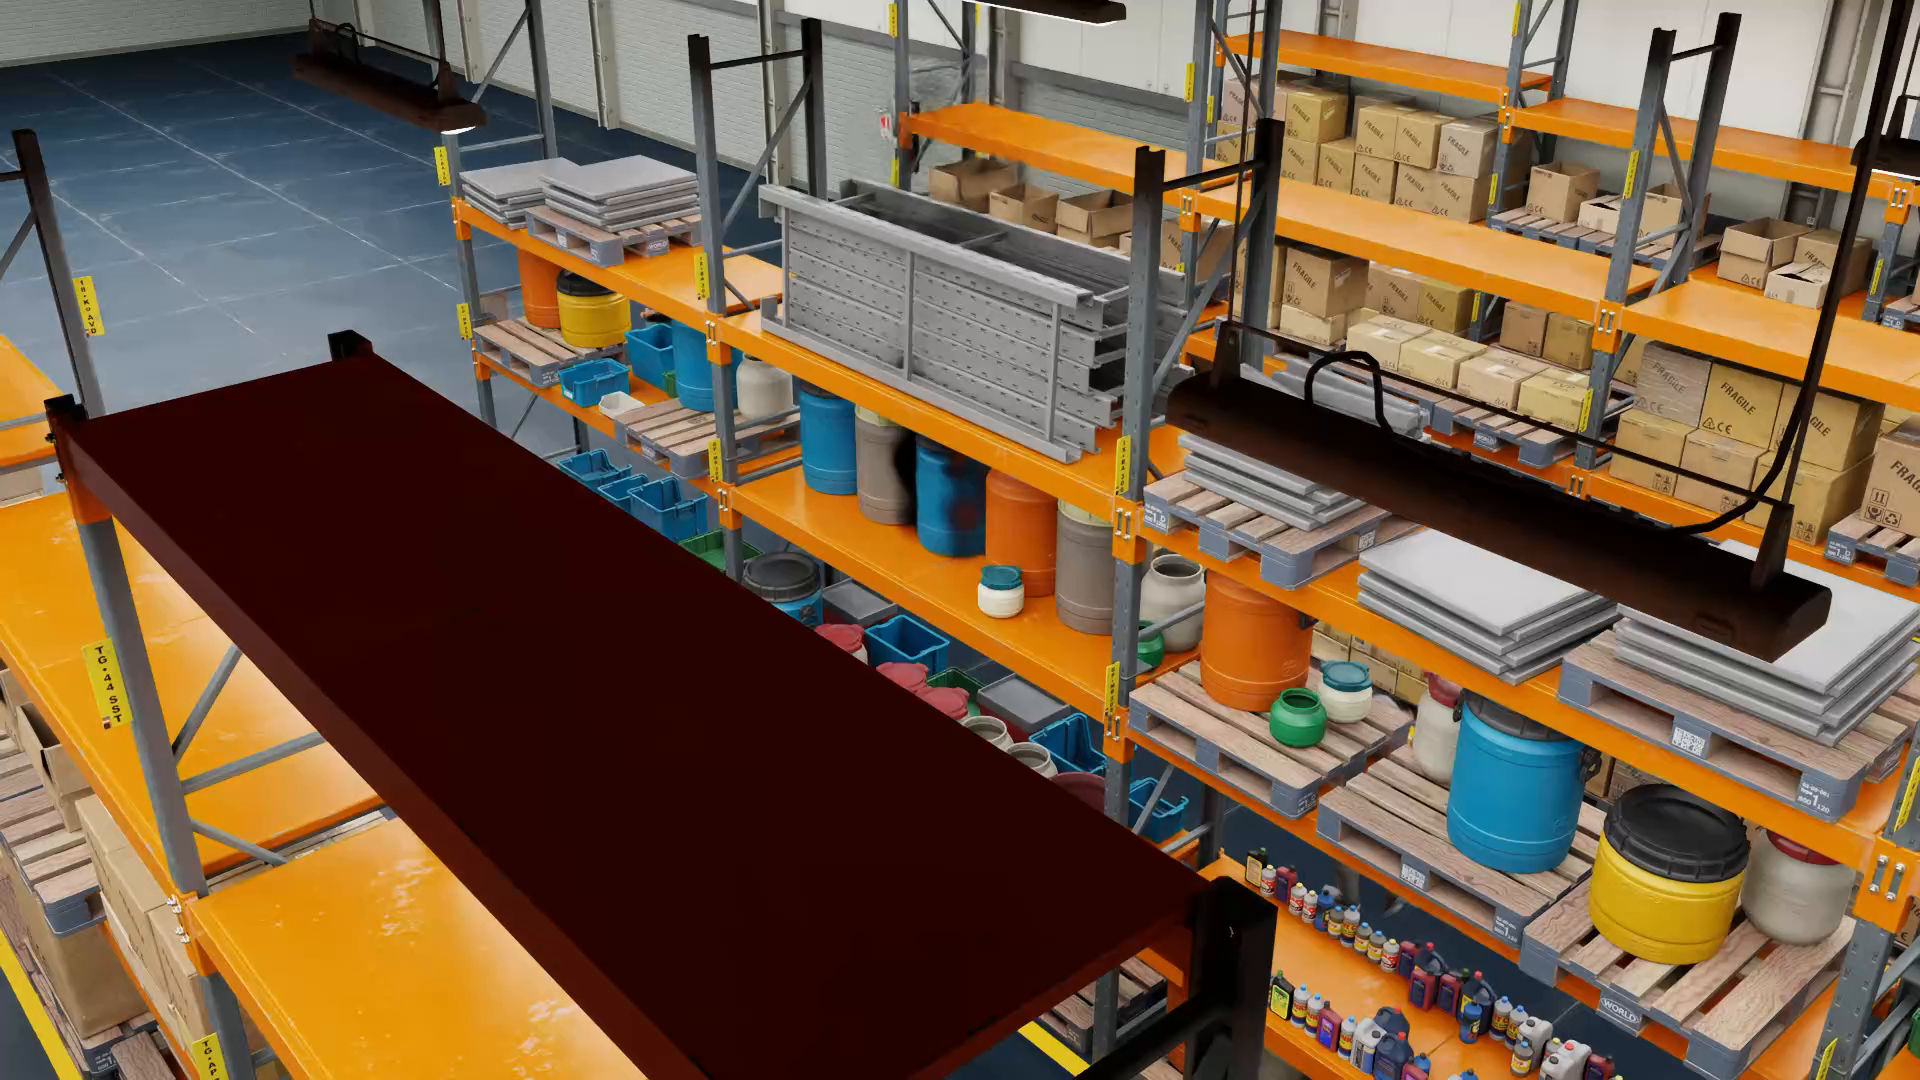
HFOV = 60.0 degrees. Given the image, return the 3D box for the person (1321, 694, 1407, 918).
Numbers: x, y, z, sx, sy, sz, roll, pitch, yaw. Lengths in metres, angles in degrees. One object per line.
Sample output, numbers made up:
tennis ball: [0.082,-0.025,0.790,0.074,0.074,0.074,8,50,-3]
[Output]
person: [2.793,1.855,11.371,0.662,1.769,0.619,-17,32,-30]

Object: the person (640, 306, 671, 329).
person: [-3.815,-2.823,21.300,0.581,1.686,0.696,-8,28,-15]
